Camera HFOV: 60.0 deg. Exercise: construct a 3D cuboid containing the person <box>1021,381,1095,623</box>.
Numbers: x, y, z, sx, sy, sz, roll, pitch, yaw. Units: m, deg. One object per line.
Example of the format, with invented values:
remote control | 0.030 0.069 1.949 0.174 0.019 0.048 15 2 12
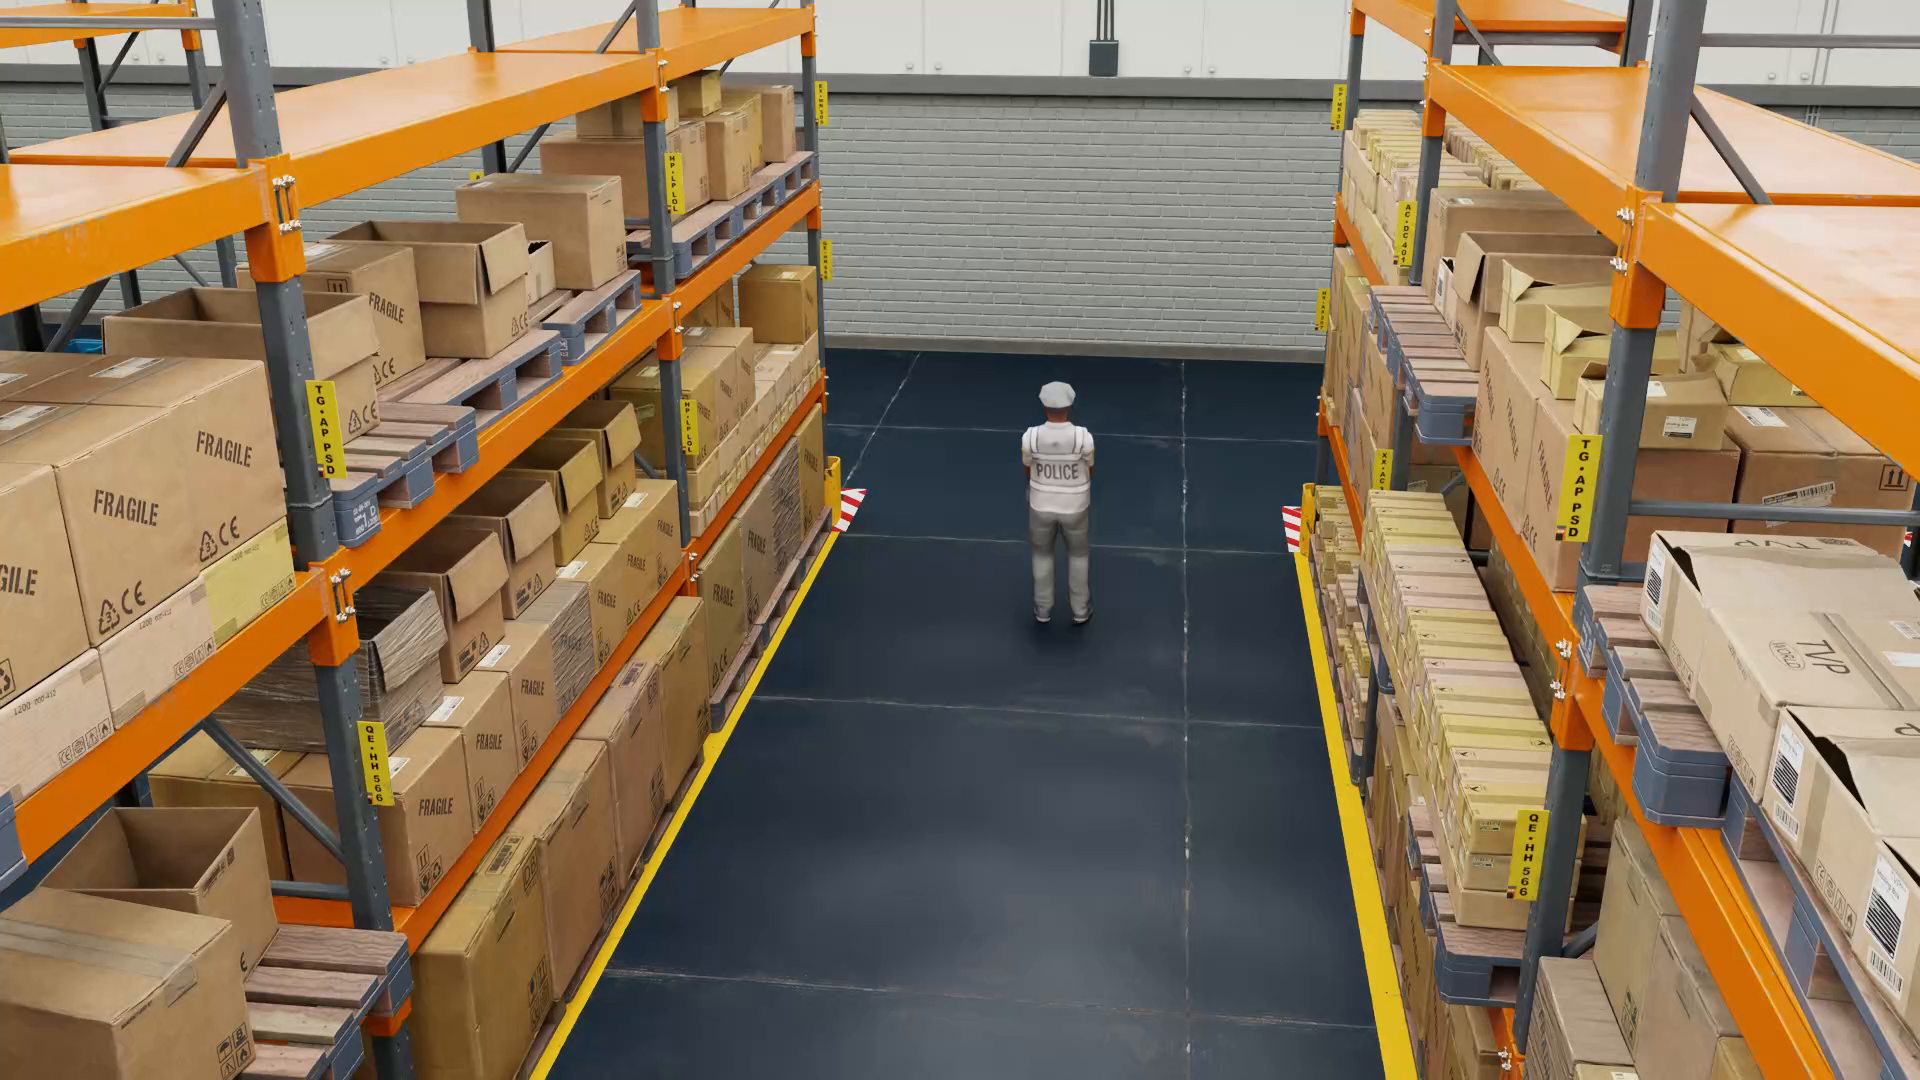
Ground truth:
person | 0.698 -0.277 11.749 0.524 1.780 0.546 2 21 6
